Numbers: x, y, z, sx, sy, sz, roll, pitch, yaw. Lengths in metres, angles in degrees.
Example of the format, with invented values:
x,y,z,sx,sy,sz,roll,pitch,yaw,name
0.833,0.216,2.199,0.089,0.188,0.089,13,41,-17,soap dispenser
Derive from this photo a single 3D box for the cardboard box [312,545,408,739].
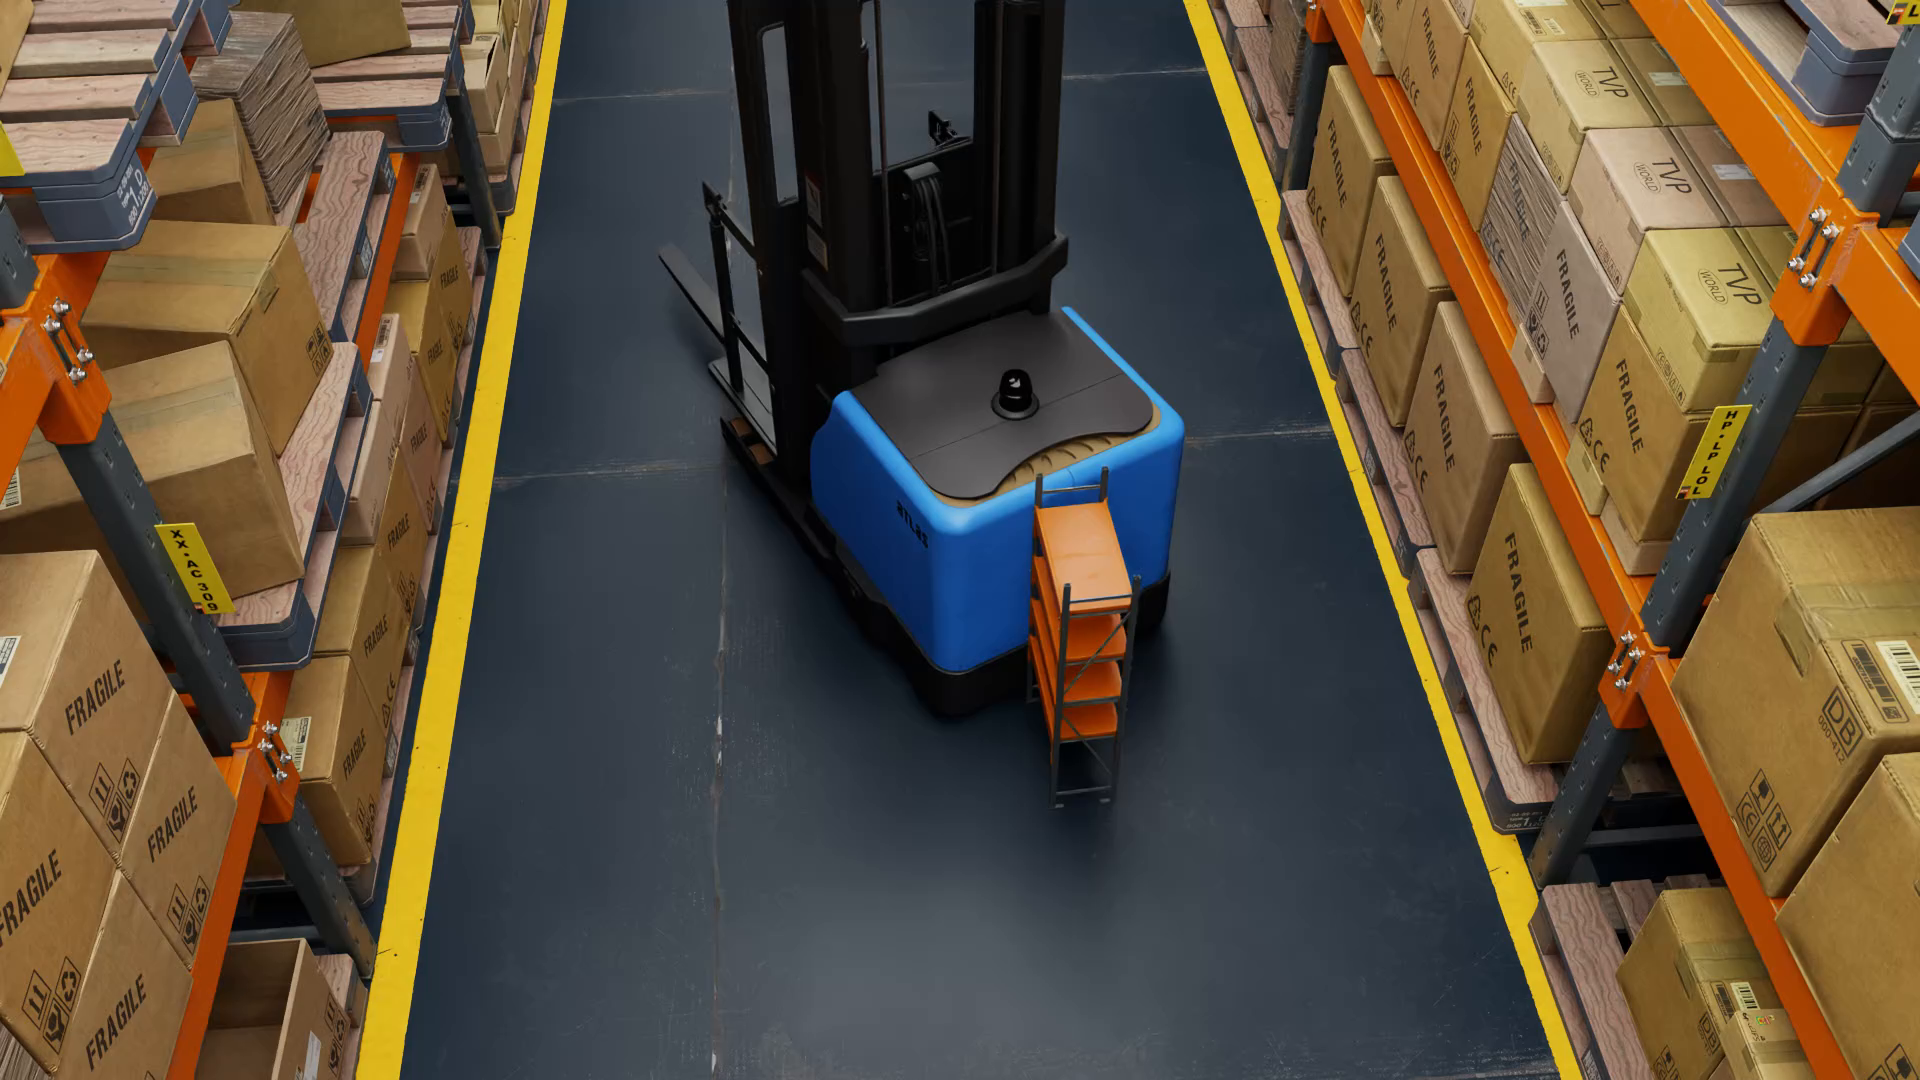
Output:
x,y,z,sx,sy,sz,roll,pitch,yaw,name
-2.304,0.369,5.889,0.500,0.500,0.500,-3,47,-3,cardboard box

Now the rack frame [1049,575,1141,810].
x,y,z,sx,sy,sz,roll,pitch,yaw,name
0.439,0.538,5.550,0.240,1.200,0.015,-6,47,-6,rack frame

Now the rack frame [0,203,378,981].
x,y,z,sx,sy,sz,roll,pitch,yaw,name
-2.451,0.411,4.431,1.000,3.000,0.127,-3,47,-3,rack frame

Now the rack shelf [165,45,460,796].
x,y,z,sx,sy,sz,roll,pitch,yaw,name
-2.618,-0.788,6.063,1.077,0.370,4.000,-3,47,-3,rack shelf

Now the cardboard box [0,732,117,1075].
x,y,z,sx,sy,sz,roll,pitch,yaw,name
-2.105,0.754,3.349,0.500,0.500,0.500,-4,47,-4,cardboard box

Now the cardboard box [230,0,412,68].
x,y,z,sx,sy,sz,roll,pitch,yaw,name
-2.620,-2.213,6.558,0.700,0.500,0.500,-18,49,-16,cardboard box

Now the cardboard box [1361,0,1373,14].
x,y,z,sx,sy,sz,roll,pitch,yaw,name
1.936,-2.563,6.961,0.500,0.500,0.500,-2,47,-2,cardboard box

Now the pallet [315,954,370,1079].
x,y,z,sx,sy,sz,roll,pitch,yaw,name
-2.394,1.867,4.973,1.003,0.211,1.213,-3,47,-3,pallet

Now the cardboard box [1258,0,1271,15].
x,y,z,sx,sy,sz,roll,pitch,yaw,name
2.041,-3.334,9.396,0.700,0.500,0.500,-4,47,-4,cardboard box

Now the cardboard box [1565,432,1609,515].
x,y,z,sx,sy,sz,roll,pitch,yaw,name
2.130,-0.222,5.190,0.380,0.149,0.250,-3,47,-3,cardboard box

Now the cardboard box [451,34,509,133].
x,y,z,sx,sy,sz,roll,pitch,yaw,name
-2.537,-2.271,8.190,0.500,0.311,0.500,-2,47,-2,cardboard box

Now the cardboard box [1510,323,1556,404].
x,y,z,sx,sy,sz,roll,pitch,yaw,name
2.073,-0.599,5.547,0.380,0.149,0.250,-3,47,-3,cardboard box

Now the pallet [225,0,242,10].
x,y,z,sx,sy,sz,roll,pitch,yaw,name
-2.525,-1.782,4.572,1.213,0.211,1.003,-3,47,-3,pallet

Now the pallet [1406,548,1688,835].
x,y,z,sx,sy,sz,roll,pitch,yaw,name
2.346,0.513,6.256,1.003,0.211,1.213,-3,47,-3,pallet

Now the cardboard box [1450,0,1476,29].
x,y,z,sx,sy,sz,roll,pitch,yaw,name
2.023,-2.094,5.999,0.500,0.250,0.500,-3,47,-3,cardboard box

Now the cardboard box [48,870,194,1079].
x,y,z,sx,sy,sz,roll,pitch,yaw,name
-2.109,1.096,3.714,0.500,0.500,0.500,-2,47,-2,cardboard box

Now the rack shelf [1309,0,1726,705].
x,y,z,sx,sy,sz,roll,pitch,yaw,name
2.318,-1.092,6.350,1.077,0.370,4.000,-3,47,-3,rack shelf

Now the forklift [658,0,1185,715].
x,y,z,sx,sy,sz,roll,pitch,yaw,name
-0.376,-1.419,6.212,1.130,2.935,3.031,-23,51,-21,forklift

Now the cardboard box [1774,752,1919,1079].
x,y,z,sx,sy,sz,roll,pitch,yaw,name
2.570,0.926,3.737,0.980,0.700,0.700,-5,47,-4,cardboard box

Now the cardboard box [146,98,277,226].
x,y,z,sx,sy,sz,roll,pitch,yaw,name
-2.660,-1.042,5.449,0.700,0.500,0.500,-14,48,-13,cardboard box

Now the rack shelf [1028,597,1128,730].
x,y,z,sx,sy,sz,roll,pitch,yaw,name
0.404,0.409,5.765,0.258,0.148,0.480,-6,47,-6,rack shelf

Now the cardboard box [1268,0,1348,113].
x,y,z,sx,sy,sz,roll,pitch,yaw,name
2.038,-2.596,8.698,0.700,0.500,0.500,-3,47,-3,cardboard box

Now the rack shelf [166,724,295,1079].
x,y,z,sx,sy,sz,roll,pitch,yaw,name
-2.283,2.106,3.322,1.077,0.370,4.000,-3,47,-3,rack shelf

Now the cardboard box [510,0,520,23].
x,y,z,sx,sy,sz,roll,pitch,yaw,name
-2.630,-3.020,8.899,0.500,0.311,0.500,-5,47,-4,cardboard box

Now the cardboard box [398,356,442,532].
x,y,z,sx,sy,sz,roll,pitch,yaw,name
-2.380,-0.358,6.579,0.500,0.500,0.500,-5,47,-5,cardboard box

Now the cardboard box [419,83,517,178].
x,y,z,sx,sy,sz,roll,pitch,yaw,name
-2.537,-2.079,8.394,0.500,0.250,0.500,-4,47,-3,cardboard box

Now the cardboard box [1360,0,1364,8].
x,y,z,sx,sy,sz,roll,pitch,yaw,name
1.947,-2.455,7.305,0.380,0.149,0.250,-4,47,-4,cardboard box

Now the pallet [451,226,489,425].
x,y,z,sx,sy,sz,roll,pitch,yaw,name
-2.761,-0.982,7.671,1.003,0.211,1.213,-3,47,-3,pallet

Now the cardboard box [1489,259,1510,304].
x,y,z,sx,sy,sz,roll,pitch,yaw,name
2.112,-0.962,5.891,0.380,0.149,0.250,-5,47,-4,cardboard box

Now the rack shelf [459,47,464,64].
x,y,z,sx,sy,sz,roll,pitch,yaw,name
-2.953,-3.683,8.804,1.077,0.370,4.000,-3,47,-3,rack shelf

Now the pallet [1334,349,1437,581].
x,y,z,sx,sy,sz,roll,pitch,yaw,name
2.240,-0.372,7.094,1.003,0.211,1.213,-3,47,-3,pallet

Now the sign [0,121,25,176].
x,y,z,sx,sy,sz,roll,pitch,yaw,name
-1.911,-0.837,3.191,0.100,0.325,0.005,-3,47,-3,sign

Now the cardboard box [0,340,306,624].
x,y,z,sx,sy,sz,roll,pitch,yaw,name
-2.267,-0.124,4.580,0.700,0.500,0.500,-18,49,-16,cardboard box

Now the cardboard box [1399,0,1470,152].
x,y,z,sx,sy,sz,roll,pitch,yaw,name
2.011,-1.825,6.261,0.500,0.500,0.500,-4,47,-3,cardboard box

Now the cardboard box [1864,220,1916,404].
x,y,z,sx,sy,sz,roll,pitch,yaw,name
2.706,-0.643,4.625,0.500,0.250,0.500,-2,47,-2,cardboard box

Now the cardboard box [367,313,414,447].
x,y,z,sx,sy,sz,roll,pitch,yaw,name
-2.375,-0.590,6.281,0.500,0.250,0.500,-4,47,-4,cardboard box

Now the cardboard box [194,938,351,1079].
x,y,z,sx,sy,sz,roll,pitch,yaw,name
-2.120,1.514,4.805,0.500,0.500,0.500,-3,47,-3,cardboard box

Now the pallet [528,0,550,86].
x,y,z,sx,sy,sz,roll,pitch,yaw,name
-2.915,-3.003,9.585,1.003,0.211,1.213,-3,47,-3,pallet

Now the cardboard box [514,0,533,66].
x,y,z,sx,sy,sz,roll,pitch,yaw,name
-2.629,-2.818,9.094,0.500,0.250,0.500,-5,47,-4,cardboard box

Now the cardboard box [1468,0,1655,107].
x,y,z,sx,sy,sz,roll,pitch,yaw,name
2.072,-1.725,5.650,0.500,0.250,0.500,-4,47,-4,cardboard box

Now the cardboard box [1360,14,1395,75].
x,y,z,sx,sy,sz,roll,pitch,yaw,name
1.898,-2.075,6.945,0.380,0.149,0.250,-2,47,-2,cardboard box

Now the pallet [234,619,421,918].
x,y,z,sx,sy,sz,roll,pitch,yaw,name
-2.556,0.784,5.999,1.003,0.211,1.213,-3,47,-3,pallet

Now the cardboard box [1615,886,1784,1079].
x,y,z,sx,sy,sz,roll,pitch,yaw,name
2.446,1.370,4.956,0.700,0.500,0.500,-3,47,-3,cardboard box

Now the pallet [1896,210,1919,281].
x,y,z,sx,sy,sz,roll,pitch,yaw,name
2.543,-0.301,3.101,1.003,0.211,1.213,-3,47,-3,pallet

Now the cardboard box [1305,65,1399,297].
x,y,z,sx,sy,sz,roll,pitch,yaw,name
2.081,-1.652,7.576,0.750,0.750,0.750,-4,47,-4,cardboard box

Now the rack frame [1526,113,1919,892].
x,y,z,sx,sy,sz,roll,pitch,yaw,name
2.485,0.107,4.719,1.000,3.000,0.127,-3,47,-3,rack frame

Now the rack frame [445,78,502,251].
x,y,z,sx,sy,sz,roll,pitch,yaw,name
-2.786,-2.483,7.172,1.000,3.000,0.127,-3,47,-3,rack frame

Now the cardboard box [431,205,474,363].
x,y,z,sx,sy,sz,roll,pitch,yaw,name
-2.473,-1.112,7.293,0.500,0.500,0.500,-2,47,-2,cardboard box

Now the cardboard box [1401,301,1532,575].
x,y,z,sx,sy,sz,roll,pitch,yaw,name
2.224,-0.403,6.394,0.750,0.750,0.750,-2,47,-2,cardboard box

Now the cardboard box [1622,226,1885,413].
x,y,z,sx,sy,sz,roll,pitch,yaw,name
2.191,-0.616,4.600,0.500,0.250,0.500,-2,47,-2,cardboard box

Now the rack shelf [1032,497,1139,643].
x,y,z,sx,sy,sz,roll,pitch,yaw,name
0.404,0.093,5.431,0.258,0.148,0.480,-6,47,-6,rack shelf

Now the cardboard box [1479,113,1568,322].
x,y,z,sx,sy,sz,roll,pitch,yaw,name
2.109,-1.087,5.563,0.500,0.500,0.500,-3,47,-3,cardboard box

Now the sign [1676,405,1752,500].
x,y,z,sx,sy,sz,roll,pitch,yaw,name
1.945,-0.224,4.289,0.100,0.325,0.005,-3,47,-3,sign

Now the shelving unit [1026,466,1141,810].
x,y,z,sx,sy,sz,roll,pitch,yaw,name
0.404,0.363,5.716,0.258,1.200,0.503,-6,47,-6,shelving unit

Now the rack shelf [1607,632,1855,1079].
x,y,z,sx,sy,sz,roll,pitch,yaw,name
2.653,1.802,3.610,1.077,0.370,4.000,-3,47,-3,rack shelf

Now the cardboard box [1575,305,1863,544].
x,y,z,sx,sy,sz,roll,pitch,yaw,name
2.195,-0.355,4.869,0.500,0.500,0.500,-4,47,-4,cardboard box

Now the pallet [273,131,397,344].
x,y,z,sx,sy,sz,roll,pitch,yaw,name
-2.618,-1.010,5.909,1.003,0.211,1.213,-3,47,-3,pallet
